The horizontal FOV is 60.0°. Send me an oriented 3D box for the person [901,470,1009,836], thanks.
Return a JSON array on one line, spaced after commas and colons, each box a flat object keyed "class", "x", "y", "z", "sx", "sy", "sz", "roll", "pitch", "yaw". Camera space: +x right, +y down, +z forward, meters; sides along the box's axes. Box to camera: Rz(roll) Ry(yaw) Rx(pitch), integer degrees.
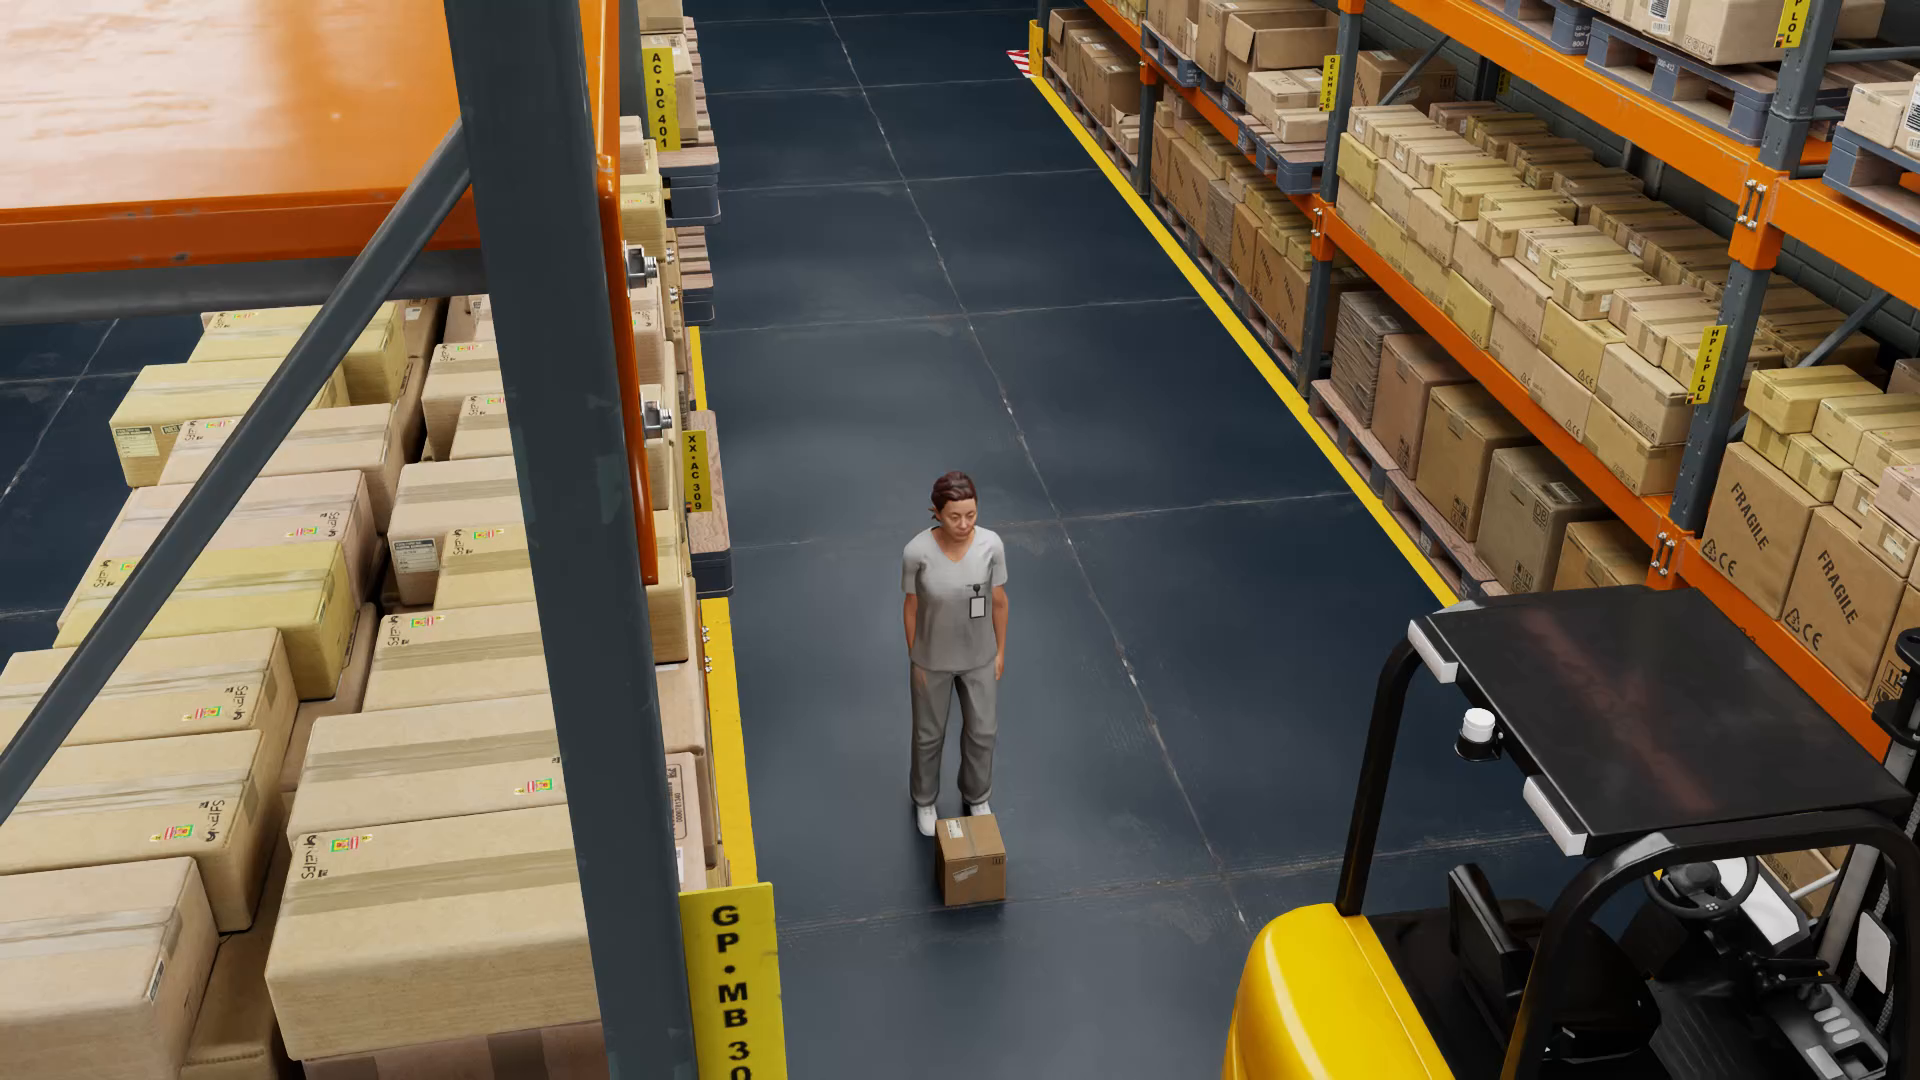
[{"class": "person", "x": -0.019, "y": 0.475, "z": 6.857, "sx": 0.437, "sy": 1.677, "sz": 0.367, "roll": -5, "pitch": 31, "yaw": -8}]
